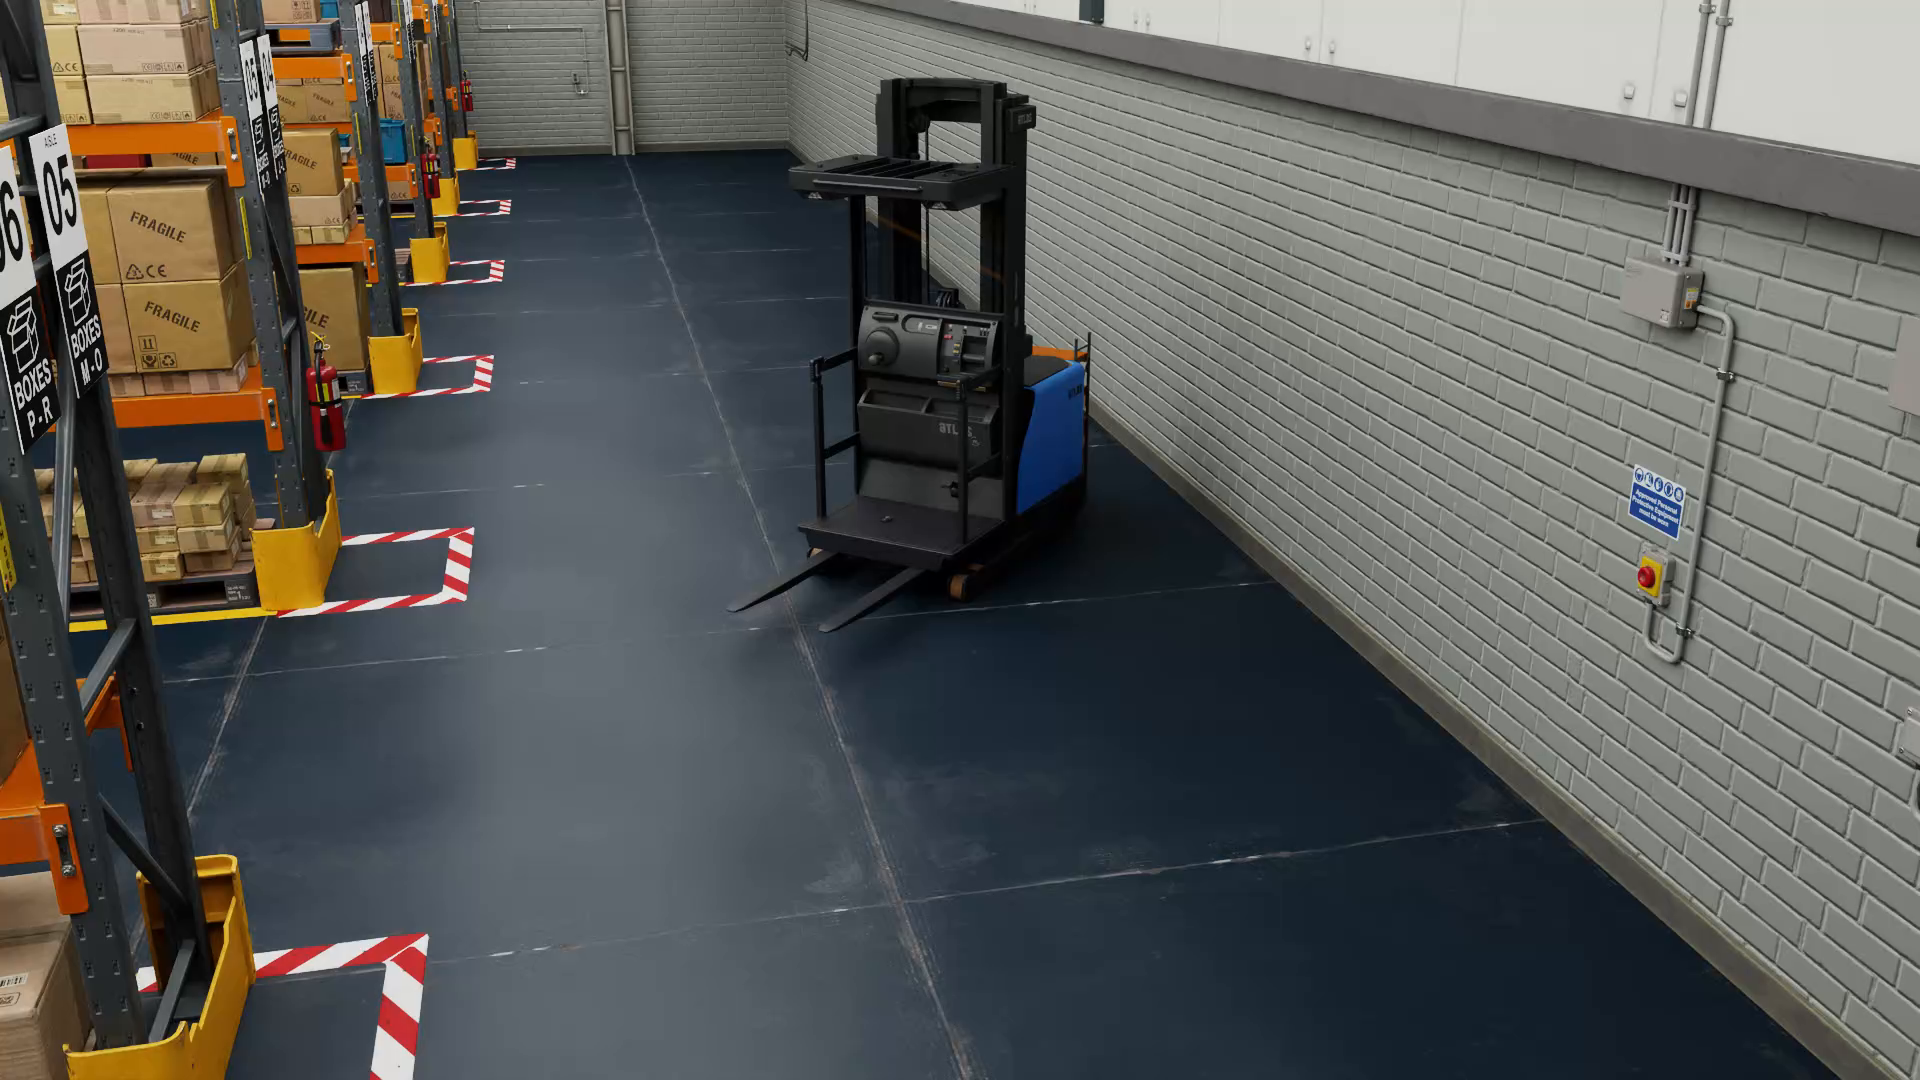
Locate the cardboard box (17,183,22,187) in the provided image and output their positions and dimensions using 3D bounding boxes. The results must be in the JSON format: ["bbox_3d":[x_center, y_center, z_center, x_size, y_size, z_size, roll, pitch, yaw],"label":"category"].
[{"bbox_3d":[-5.392,-1.651,9.049,0.500,0.500,0.500,-4,20,-10],"label":"cardboard box"}]

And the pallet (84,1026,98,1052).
[{"bbox_3d":[-3.530,1.849,5.580,1.213,0.211,1.003,-5,21,-12],"label":"pallet"}]

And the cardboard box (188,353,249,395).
[{"bbox_3d":[-4.259,-0.960,9.560,0.250,0.149,0.380,-5,21,-12],"label":"cardboard box"}]

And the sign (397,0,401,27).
[{"bbox_3d":[-6.047,-5.701,17.929,0.005,0.325,0.100,-5,21,-12],"label":"sign"}]

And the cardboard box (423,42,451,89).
[{"bbox_3d":[-8.964,-7.938,27.808,0.700,0.700,0.980,-4,20,-10],"label":"cardboard box"}]

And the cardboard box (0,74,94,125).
[{"bbox_3d":[-4.884,-2.369,8.899,0.500,0.250,0.500,-5,21,-12],"label":"cardboard box"}]

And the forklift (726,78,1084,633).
[{"bbox_3d":[-0.296,-1.185,9.909,1.130,2.935,3.031,10,23,26],"label":"forklift"}]

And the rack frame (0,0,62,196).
[{"bbox_3d":[-2.770,-2.367,4.313,0.127,3.000,1.000,-5,21,-12],"label":"rack frame"}]

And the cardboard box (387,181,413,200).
[{"bbox_3d":[-7.798,-5.091,23.465,0.500,0.500,0.500,-5,21,-12],"label":"cardboard box"}]

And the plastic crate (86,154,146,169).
[{"bbox_3d":[-9.156,-4.253,18.004,0.583,0.464,0.402,-5,21,-12],"label":"plastic crate"}]

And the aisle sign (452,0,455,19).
[{"bbox_3d":[-8.330,-8.967,27.273,0.004,0.787,0.394,-5,21,-12],"label":"aisle sign"}]

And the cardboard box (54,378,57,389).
[{"bbox_3d":[-4.994,-0.900,9.397,0.250,0.149,0.380,-4,21,-11],"label":"cardboard box"}]

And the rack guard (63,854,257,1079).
[{"bbox_3d":[-2.746,1.622,5.780,0.348,0.500,1.175,-5,21,-12],"label":"rack guard"}]

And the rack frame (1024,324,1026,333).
[{"bbox_3d":[0.398,-0.893,11.629,0.015,1.200,0.240,10,23,26],"label":"rack frame"}]

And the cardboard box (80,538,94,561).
[{"bbox_3d":[-4.960,-0.018,9.724,0.250,0.149,0.380,-6,21,-15],"label":"cardboard box"}]

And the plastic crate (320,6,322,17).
[{"bbox_3d":[-7.084,-5.660,17.973,0.336,0.188,0.450,-5,21,-12],"label":"plastic crate"}]

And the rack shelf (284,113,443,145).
[{"bbox_3d":[-9.272,-5.687,23.145,4.000,0.370,1.077,-5,21,-12],"label":"rack shelf"}]

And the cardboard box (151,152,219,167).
[{"bbox_3d":[-6.569,-3.258,14.163,0.500,0.500,0.500,-5,21,-14],"label":"cardboard box"}]

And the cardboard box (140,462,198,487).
[{"bbox_3d":[-4.836,-0.347,10.190,0.250,0.149,0.380,-4,21,-11],"label":"cardboard box"}]

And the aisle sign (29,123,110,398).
[{"bbox_3d":[-2.766,-0.873,5.178,0.004,0.787,0.394,-5,21,-12],"label":"aisle sign"}]

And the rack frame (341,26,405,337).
[{"bbox_3d":[-5.050,-2.867,14.400,0.127,3.000,1.000,-5,21,-12],"label":"rack frame"}]

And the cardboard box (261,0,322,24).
[{"bbox_3d":[-5.544,-4.507,13.616,0.500,0.500,0.700,-6,21,-16],"label":"cardboard box"}]

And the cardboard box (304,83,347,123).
[{"bbox_3d":[-8.690,-6.024,22.872,0.500,0.500,0.500,-4,21,-12],"label":"cardboard box"}]

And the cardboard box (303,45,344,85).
[{"bbox_3d":[-8.691,-6.490,22.690,0.500,0.500,0.500,-4,21,-11],"label":"cardboard box"}]

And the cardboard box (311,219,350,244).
[{"bbox_3d":[-5.321,-2.611,14.065,0.250,0.149,0.380,-4,21,-11],"label":"cardboard box"}]

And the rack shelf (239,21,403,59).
[{"bbox_3d":[-8.136,-5.437,18.102,4.000,0.370,1.077,-5,21,-12],"label":"rack shelf"}]

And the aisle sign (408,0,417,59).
[{"bbox_3d":[-6.188,-5.851,18.766,0.004,0.787,0.394,-5,21,-12],"label":"aisle sign"}]

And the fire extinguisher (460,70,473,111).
[{"bbox_3d":[-8.217,-7.487,27.667,0.183,0.674,0.296,-5,21,-12],"label":"fire extinguisher"}]

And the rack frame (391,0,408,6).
[{"bbox_3d":[-6.190,-7.342,17.894,0.127,3.000,1.000,-5,21,-12],"label":"rack frame"}]

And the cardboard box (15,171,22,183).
[{"bbox_3d":[-5.506,-1.832,9.544,0.500,0.500,0.500,-5,21,-14],"label":"cardboard box"}]

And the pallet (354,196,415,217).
[{"bbox_3d":[-8.176,-4.804,23.743,1.213,0.211,1.003,-5,21,-12],"label":"pallet"}]

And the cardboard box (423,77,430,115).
[{"bbox_3d":[-7.818,-6.283,23.581,0.500,0.500,0.500,-4,21,-11],"label":"cardboard box"}]

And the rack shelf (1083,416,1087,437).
[{"bbox_3d":[0.613,-0.791,11.544,0.480,0.148,0.258,10,23,26],"label":"rack shelf"}]

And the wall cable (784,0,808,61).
[{"bbox_3d":[-2.883,-9.528,28.377,0.112,2.526,3.097,-5,21,-12],"label":"wall cable"}]

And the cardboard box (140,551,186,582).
[{"bbox_3d":[-4.698,0.108,9.812,0.250,0.149,0.380,-4,20,-11],"label":"cardboard box"}]

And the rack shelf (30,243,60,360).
[{"bbox_3d":[-4.716,-0.462,4.520,4.000,0.370,1.077,-5,21,-12],"label":"rack shelf"}]

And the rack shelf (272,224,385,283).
[{"bbox_3d":[-6.996,-2.371,14.092,4.000,0.370,1.077,-5,21,-12],"label":"rack shelf"}]

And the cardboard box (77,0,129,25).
[{"bbox_3d":[-4.521,-2.840,8.878,0.250,0.149,0.380,-4,21,-12],"label":"cardboard box"}]

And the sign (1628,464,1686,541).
[{"bbox_3d":[2.761,-0.152,6.595,0.001,0.218,0.327,-5,21,-12],"label":"sign"}]

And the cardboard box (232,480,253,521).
[{"bbox_3d":[-4.576,-0.241,10.334,0.250,0.149,0.380,-4,20,-10],"label":"cardboard box"}]

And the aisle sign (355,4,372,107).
[{"bbox_3d":[-4.911,-3.993,13.694,0.004,0.787,0.394,-5,21,-12],"label":"aisle sign"}]

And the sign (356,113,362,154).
[{"bbox_3d":[-4.939,-3.339,13.661,0.005,0.325,0.100,-5,21,-12],"label":"sign"}]

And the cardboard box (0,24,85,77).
[{"bbox_3d":[-4.894,-2.609,8.826,0.500,0.250,0.500,-5,21,-14],"label":"cardboard box"}]

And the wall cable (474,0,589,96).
[{"bbox_3d":[-7.441,-8.736,28.945,1.851,1.984,0.084,-5,21,-12],"label":"wall cable"}]

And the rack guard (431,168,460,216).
[{"bbox_3d":[-7.400,-5.003,23.867,0.348,0.500,1.175,-5,21,-12],"label":"rack guard"}]

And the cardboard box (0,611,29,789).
[{"bbox_3d":[-3.178,0.530,4.981,0.500,0.500,0.500,-5,21,-12],"label":"cardboard box"}]

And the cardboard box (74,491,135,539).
[{"bbox_3d":[-4.944,-0.146,9.642,0.250,0.149,0.380,-5,21,-14],"label":"cardboard box"}]

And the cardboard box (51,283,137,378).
[{"bbox_3d":[-4.888,-1.225,9.339,0.500,0.500,0.500,-5,21,-13],"label":"cardboard box"}]

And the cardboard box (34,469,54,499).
[{"bbox_3d":[-5.605,-0.304,10.072,0.250,0.149,0.380,-4,20,-10],"label":"cardboard box"}]

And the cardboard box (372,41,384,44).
[{"bbox_3d":[-8.325,-6.709,23.289,0.500,0.500,0.500,-4,21,-12],"label":"cardboard box"}]

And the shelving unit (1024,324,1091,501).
[{"bbox_3d":[0.613,-0.854,11.521,0.503,1.200,0.258,10,23,26],"label":"shelving unit"}]

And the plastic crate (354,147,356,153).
[{"bbox_3d":[-6.837,-4.522,19.215,0.298,0.136,0.250,-5,21,-12],"label":"plastic crate"}]

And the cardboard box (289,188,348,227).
[{"bbox_3d":[-5.461,-2.809,14.028,0.500,0.250,0.500,-5,21,-13],"label":"cardboard box"}]

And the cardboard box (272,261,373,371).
[{"bbox_3d":[-5.654,-1.989,14.482,0.875,0.875,0.875,-5,21,-12],"label":"cardboard box"}]

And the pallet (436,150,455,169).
[{"bbox_3d":[-9.230,-6.442,28.214,1.213,0.211,1.003,-5,21,-12],"label":"pallet"}]
